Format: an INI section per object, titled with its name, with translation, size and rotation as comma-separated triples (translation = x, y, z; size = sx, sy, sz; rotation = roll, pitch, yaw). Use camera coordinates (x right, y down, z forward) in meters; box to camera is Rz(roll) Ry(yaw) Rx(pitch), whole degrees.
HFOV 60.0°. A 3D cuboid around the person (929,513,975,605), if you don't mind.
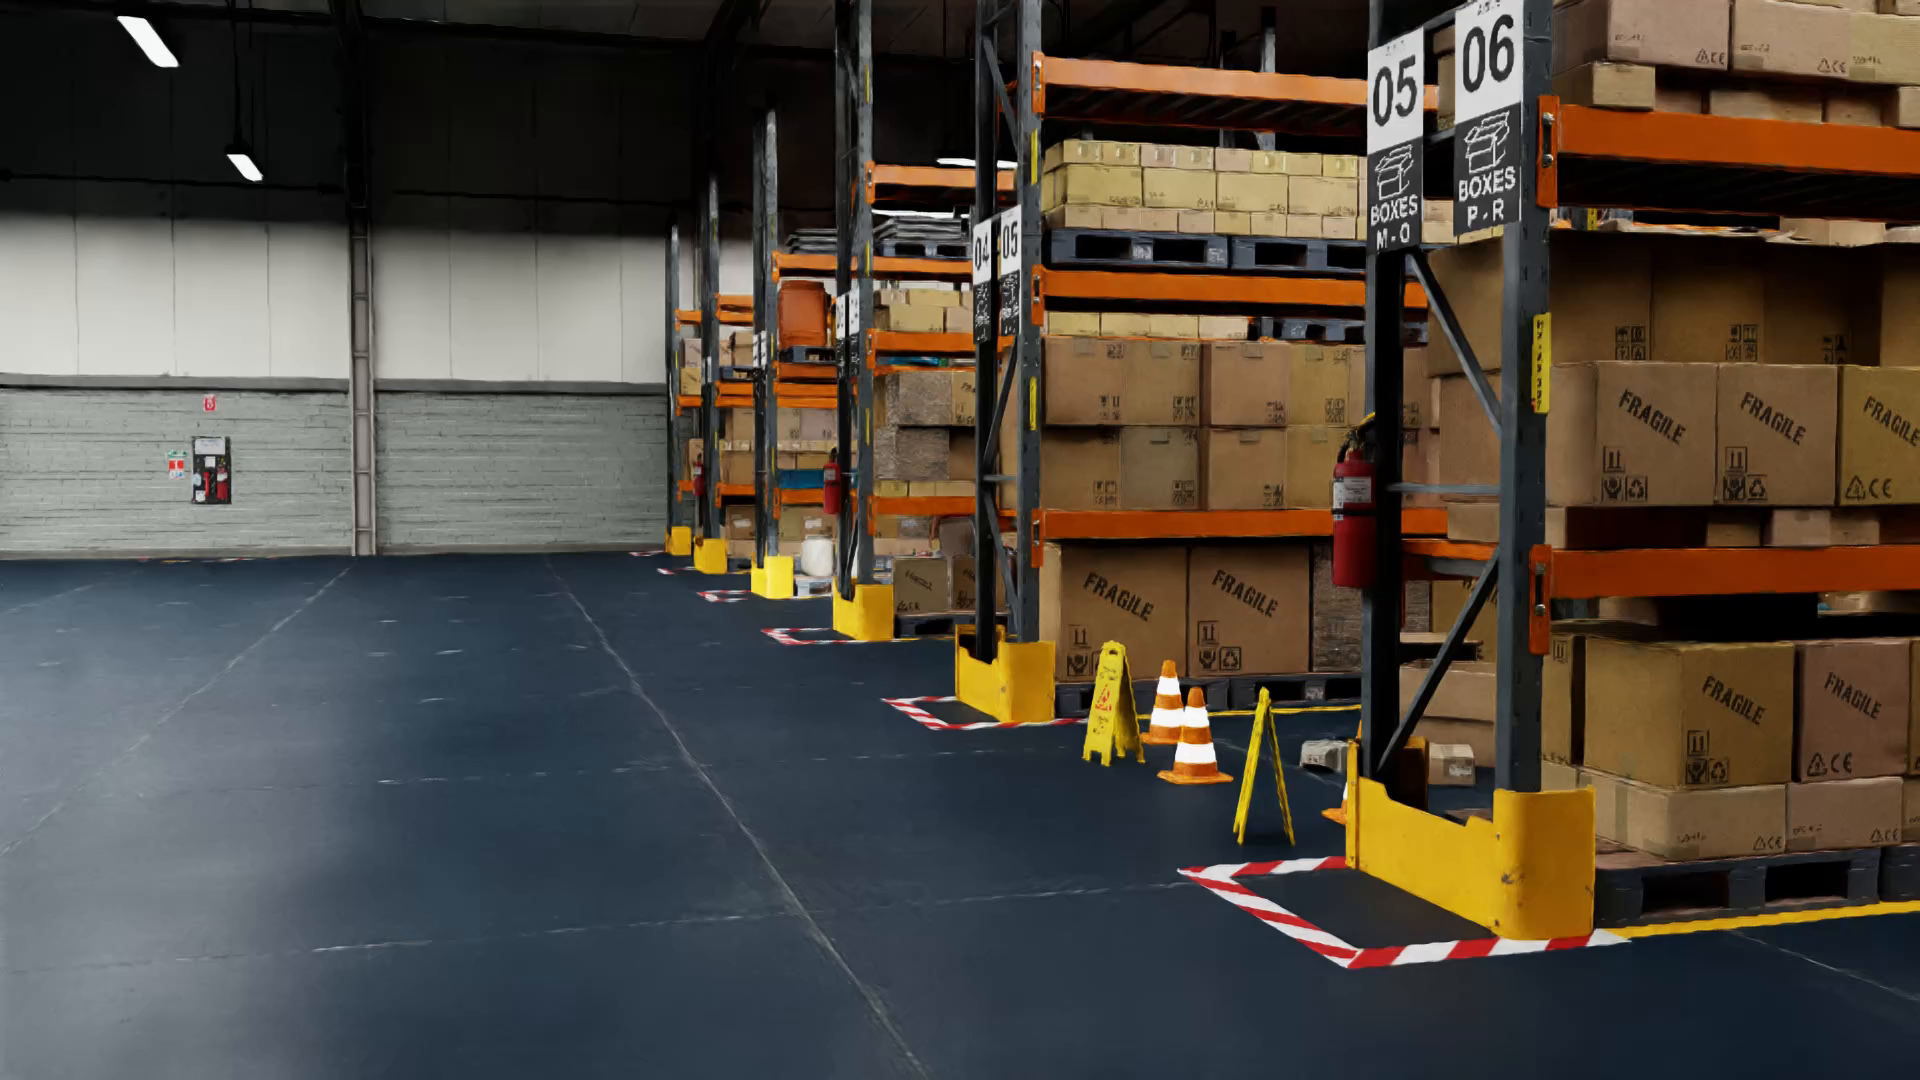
[person]
translation = -0.007, -0.057, 17.396
size = 0.696, 1.714, 0.693
rotation = 2, 4, 43
